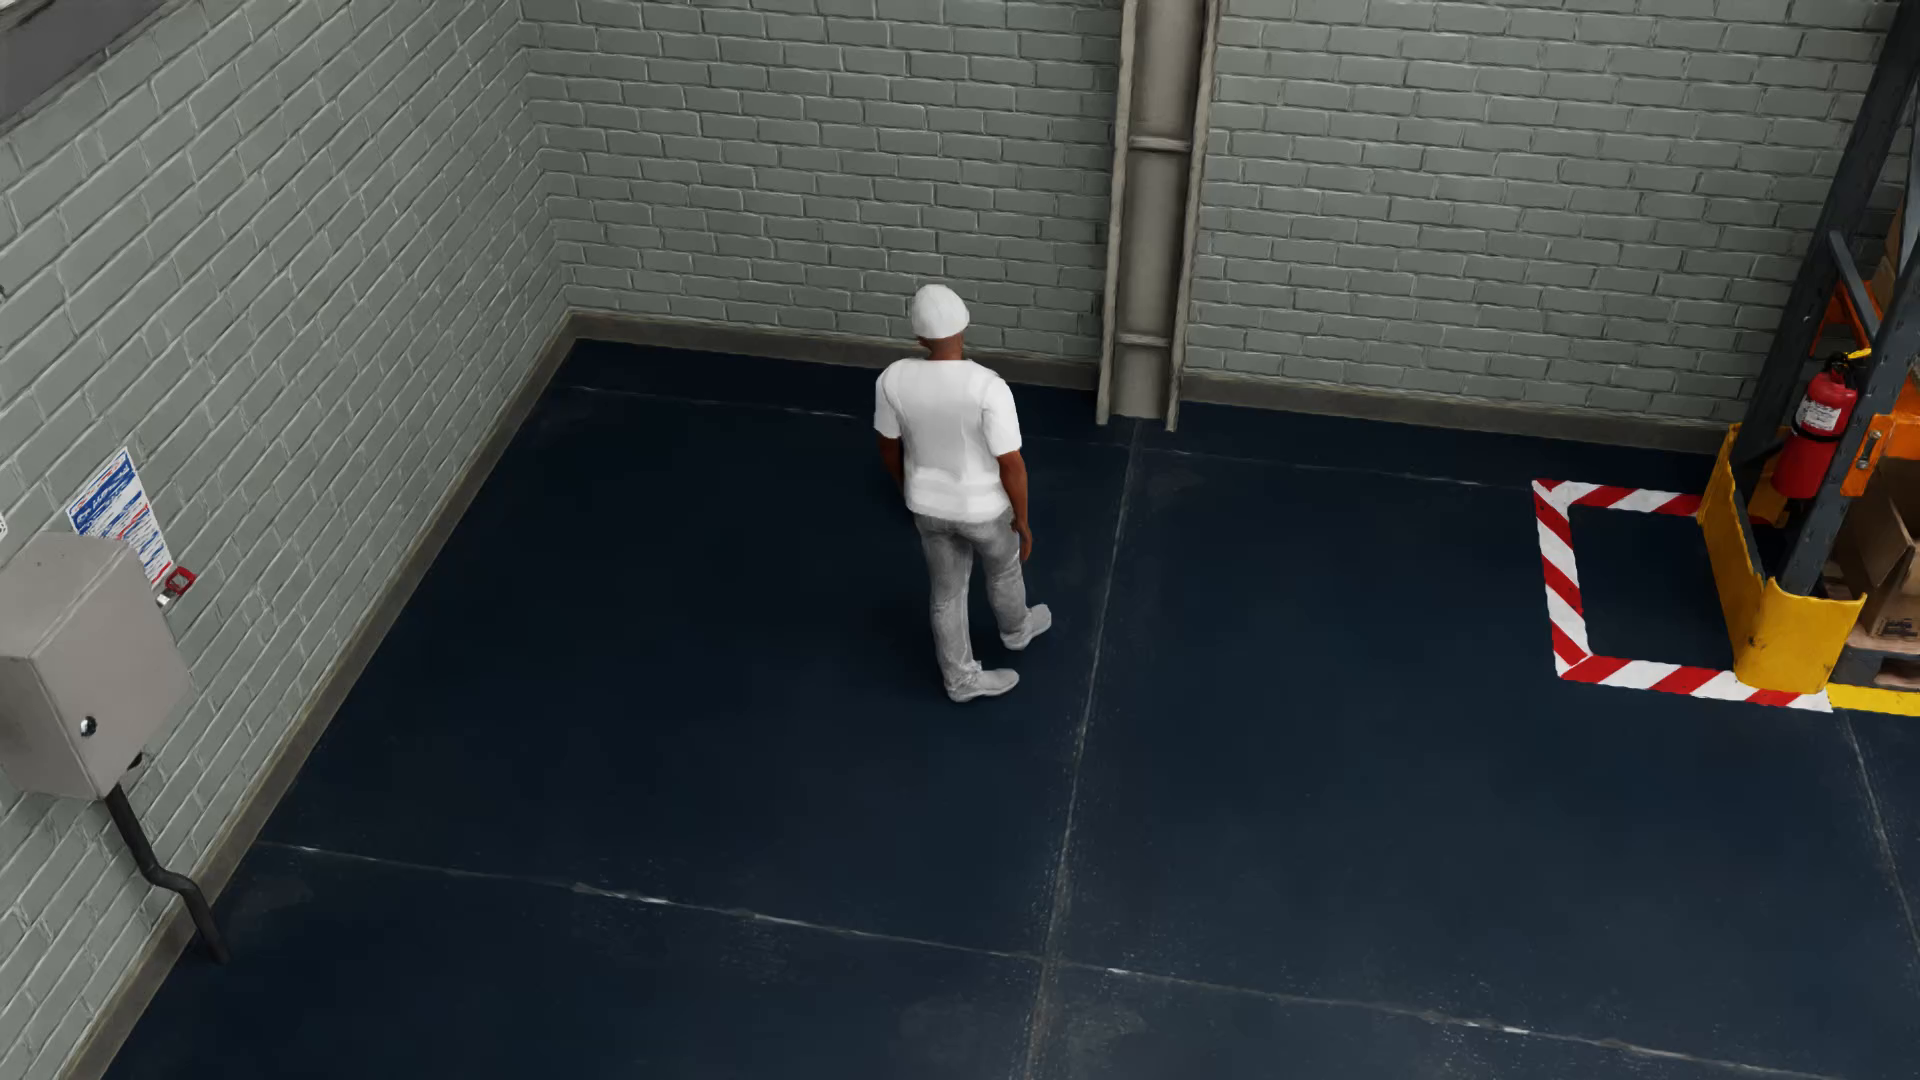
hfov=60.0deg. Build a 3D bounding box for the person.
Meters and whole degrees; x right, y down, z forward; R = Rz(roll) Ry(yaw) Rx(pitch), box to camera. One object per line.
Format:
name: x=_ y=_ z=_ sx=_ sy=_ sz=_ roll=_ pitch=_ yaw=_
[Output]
person: x=0.044 y=-0.213 z=6.384 sx=0.667 sy=1.752 sz=0.669 roll=17 pitch=43 yaw=19
